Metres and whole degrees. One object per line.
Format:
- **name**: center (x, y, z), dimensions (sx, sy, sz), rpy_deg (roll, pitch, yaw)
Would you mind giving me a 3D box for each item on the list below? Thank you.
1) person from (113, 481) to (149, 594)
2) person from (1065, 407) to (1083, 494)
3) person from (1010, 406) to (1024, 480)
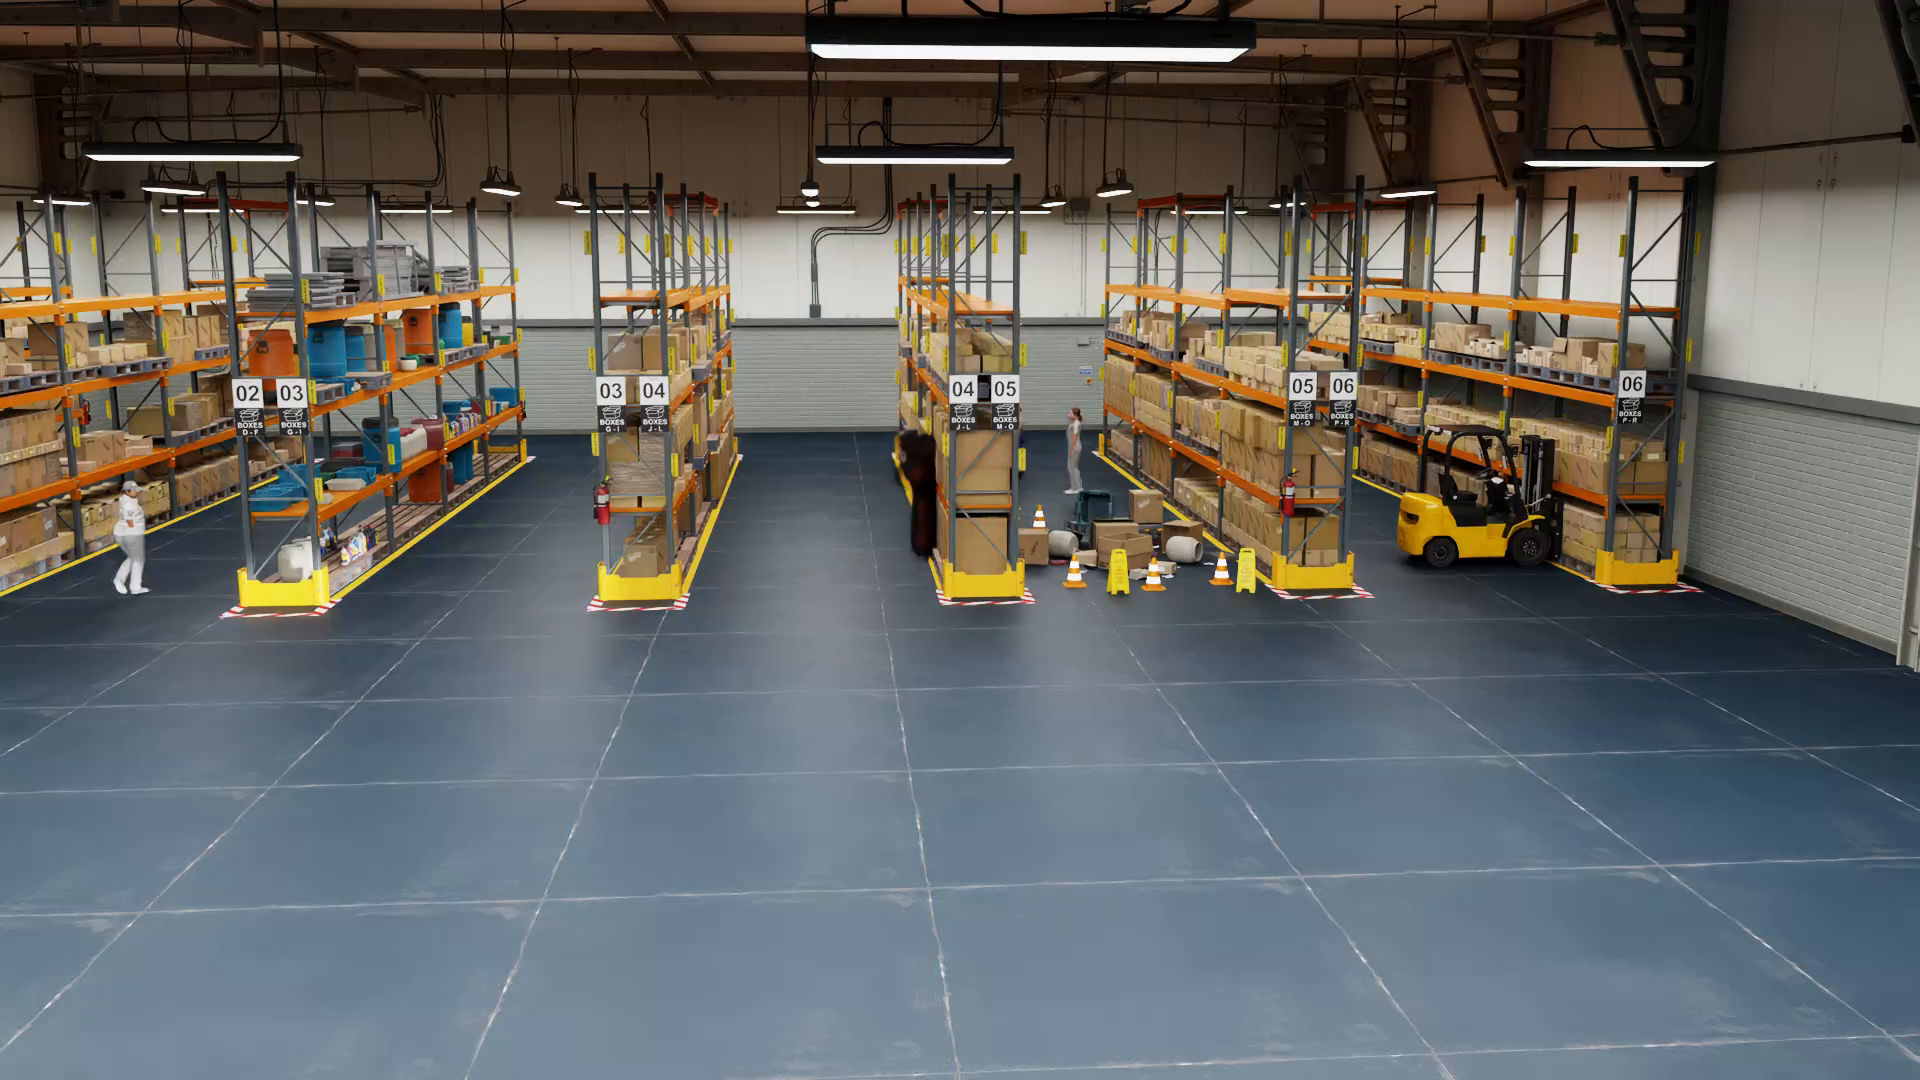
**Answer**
- **person**: center (-12.015, -0.041, 24.091), dimensions (0.495, 1.658, 0.520), rpy_deg (5, 11, 25)
- **person**: center (2.208, -1.727, 32.077), dimensions (0.341, 1.668, 0.535), rpy_deg (2, 10, 9)
- **person**: center (1.216, -2.151, 36.111), dimensions (0.375, 1.650, 0.544), rpy_deg (0, 10, -2)
